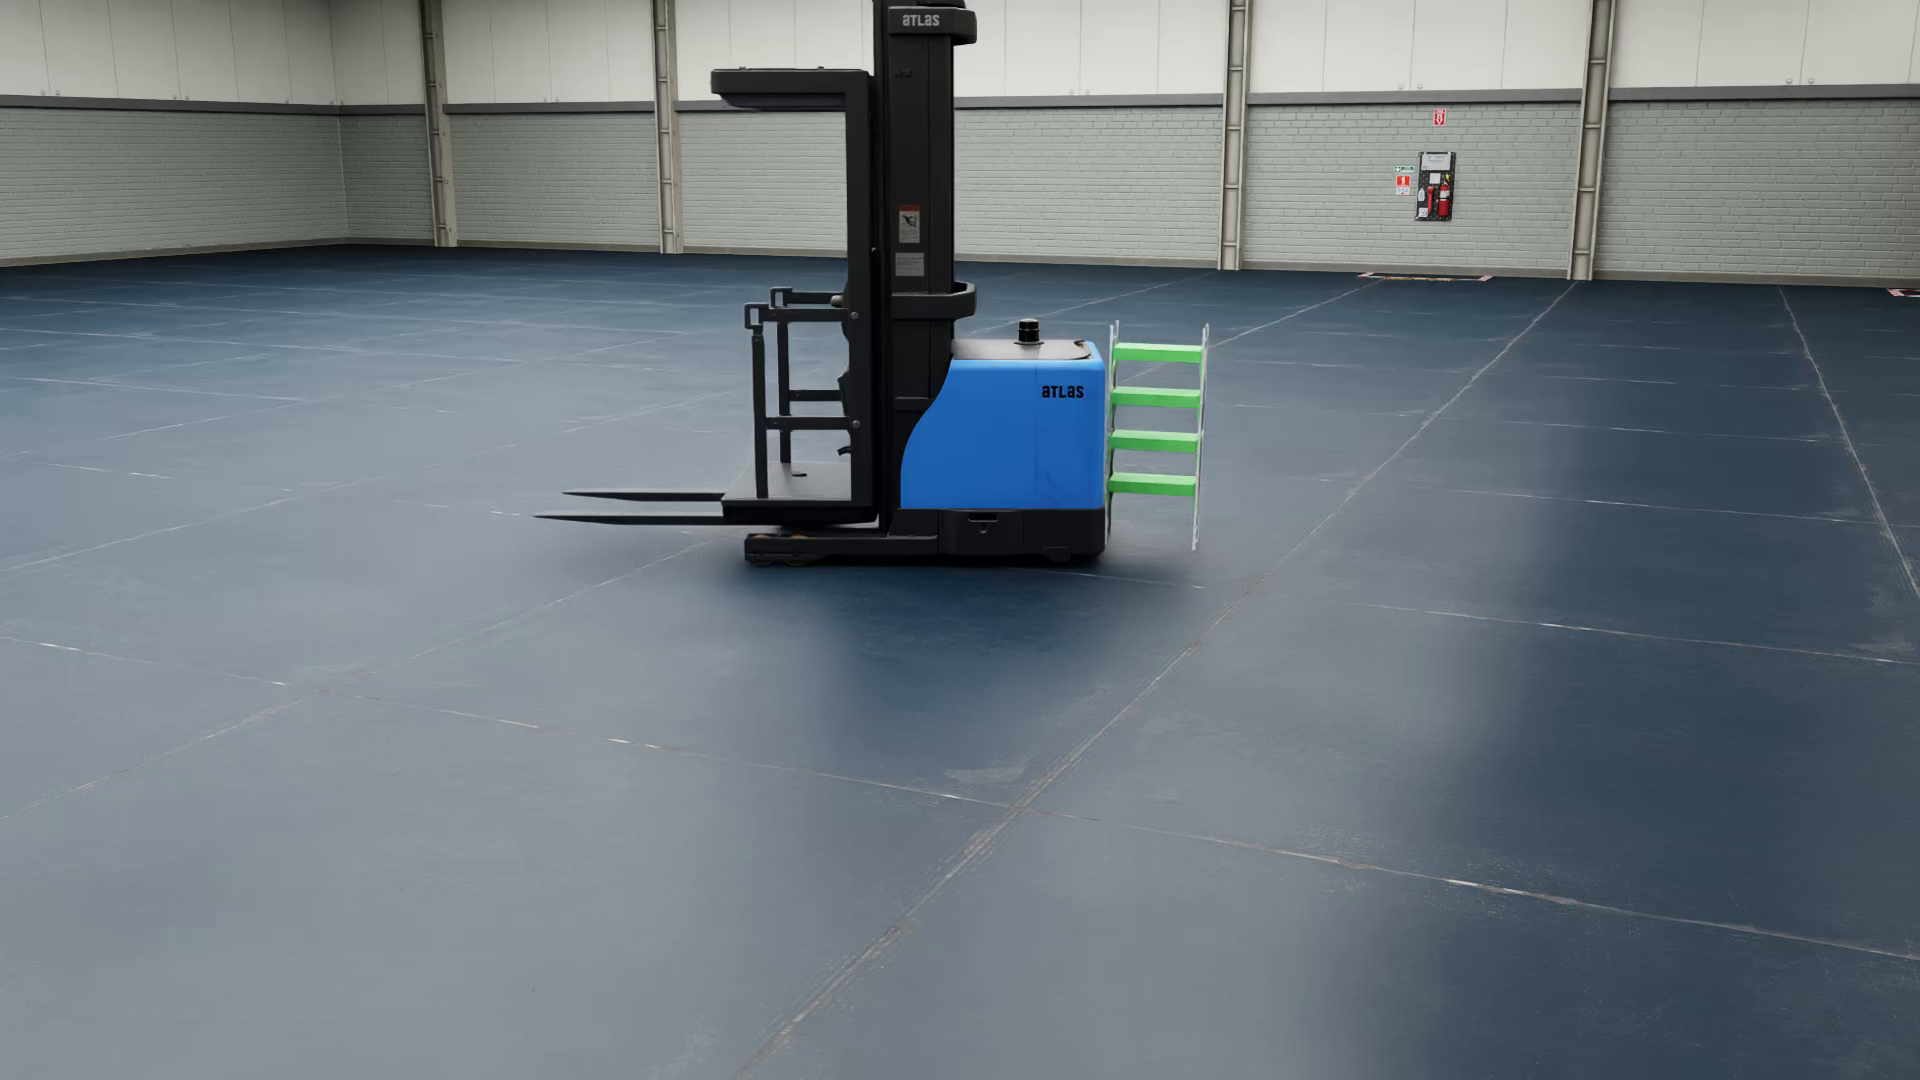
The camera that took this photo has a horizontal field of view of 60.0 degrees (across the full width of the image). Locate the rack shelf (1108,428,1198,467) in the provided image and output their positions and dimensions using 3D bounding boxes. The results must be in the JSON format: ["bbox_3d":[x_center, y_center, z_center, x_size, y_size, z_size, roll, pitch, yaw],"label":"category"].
[{"bbox_3d":[1.060,-0.508,9.053,0.480,0.148,0.258,4,14,11],"label":"rack shelf"}]

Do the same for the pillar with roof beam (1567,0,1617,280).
[{"bbox_3d":[8.658,-7.858,23.044,0.400,9.000,9.100,6,14,23],"label":"pillar with roof beam"}]

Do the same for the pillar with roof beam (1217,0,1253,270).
[{"bbox_3d":[3.172,-8.413,25.410,0.400,9.000,9.100,6,14,23],"label":"pillar with roof beam"}]

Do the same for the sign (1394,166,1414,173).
[{"bbox_3d":[7.695,-6.419,28.805,0.331,0.109,0.001,6,14,23],"label":"sign"}]

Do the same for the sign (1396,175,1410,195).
[{"bbox_3d":[7.694,-6.163,28.875,0.234,0.329,0.001,6,14,23],"label":"sign"}]

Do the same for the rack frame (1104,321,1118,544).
[{"bbox_3d":[0.822,-0.585,9.086,0.015,1.200,0.240,4,14,11],"label":"rack frame"}]

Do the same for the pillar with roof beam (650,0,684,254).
[{"bbox_3d":[-7.799,-9.523,30.141,0.400,9.000,9.100,6,14,23],"label":"pillar with roof beam"}]

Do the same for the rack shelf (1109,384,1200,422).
[{"bbox_3d":[1.064,-0.741,8.997,0.480,0.148,0.258,4,14,11],"label":"rack shelf"}]

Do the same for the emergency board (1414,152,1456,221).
[{"bbox_3d":[8.158,-6.073,28.569,0.643,1.169,0.194,6,14,23],"label":"emergency board"}]

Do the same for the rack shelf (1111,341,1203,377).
[{"bbox_3d":[1.068,-0.974,8.941,0.480,0.148,0.258,4,14,11],"label":"rack shelf"}]

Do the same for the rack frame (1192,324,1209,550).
[{"bbox_3d":[1.300,-0.554,8.990,0.015,1.200,0.240,4,14,11],"label":"rack frame"}]

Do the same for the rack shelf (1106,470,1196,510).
[{"bbox_3d":[1.056,-0.274,9.108,0.480,0.148,0.258,4,14,11],"label":"rack shelf"}]

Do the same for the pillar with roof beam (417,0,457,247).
[{"bbox_3d":[-13.285,-10.078,32.507,0.400,9.000,9.100,6,14,23],"label":"pillar with roof beam"}]

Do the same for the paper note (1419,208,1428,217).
[{"bbox_3d":[8.024,-5.675,28.801,0.142,0.148,0.016,6,14,23],"label":"paper note"}]

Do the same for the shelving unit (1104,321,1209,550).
[{"bbox_3d":[1.061,-0.570,9.038,0.503,1.200,0.258,4,14,11],"label":"shelving unit"}]

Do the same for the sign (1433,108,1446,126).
[{"bbox_3d":[8.191,-7.223,28.396,0.199,0.298,0.001,6,14,23],"label":"sign"}]

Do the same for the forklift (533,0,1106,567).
[{"bbox_3d":[-0.749,-1.408,8.837,3.031,2.935,1.130,0,13,1],"label":"forklift"}]
